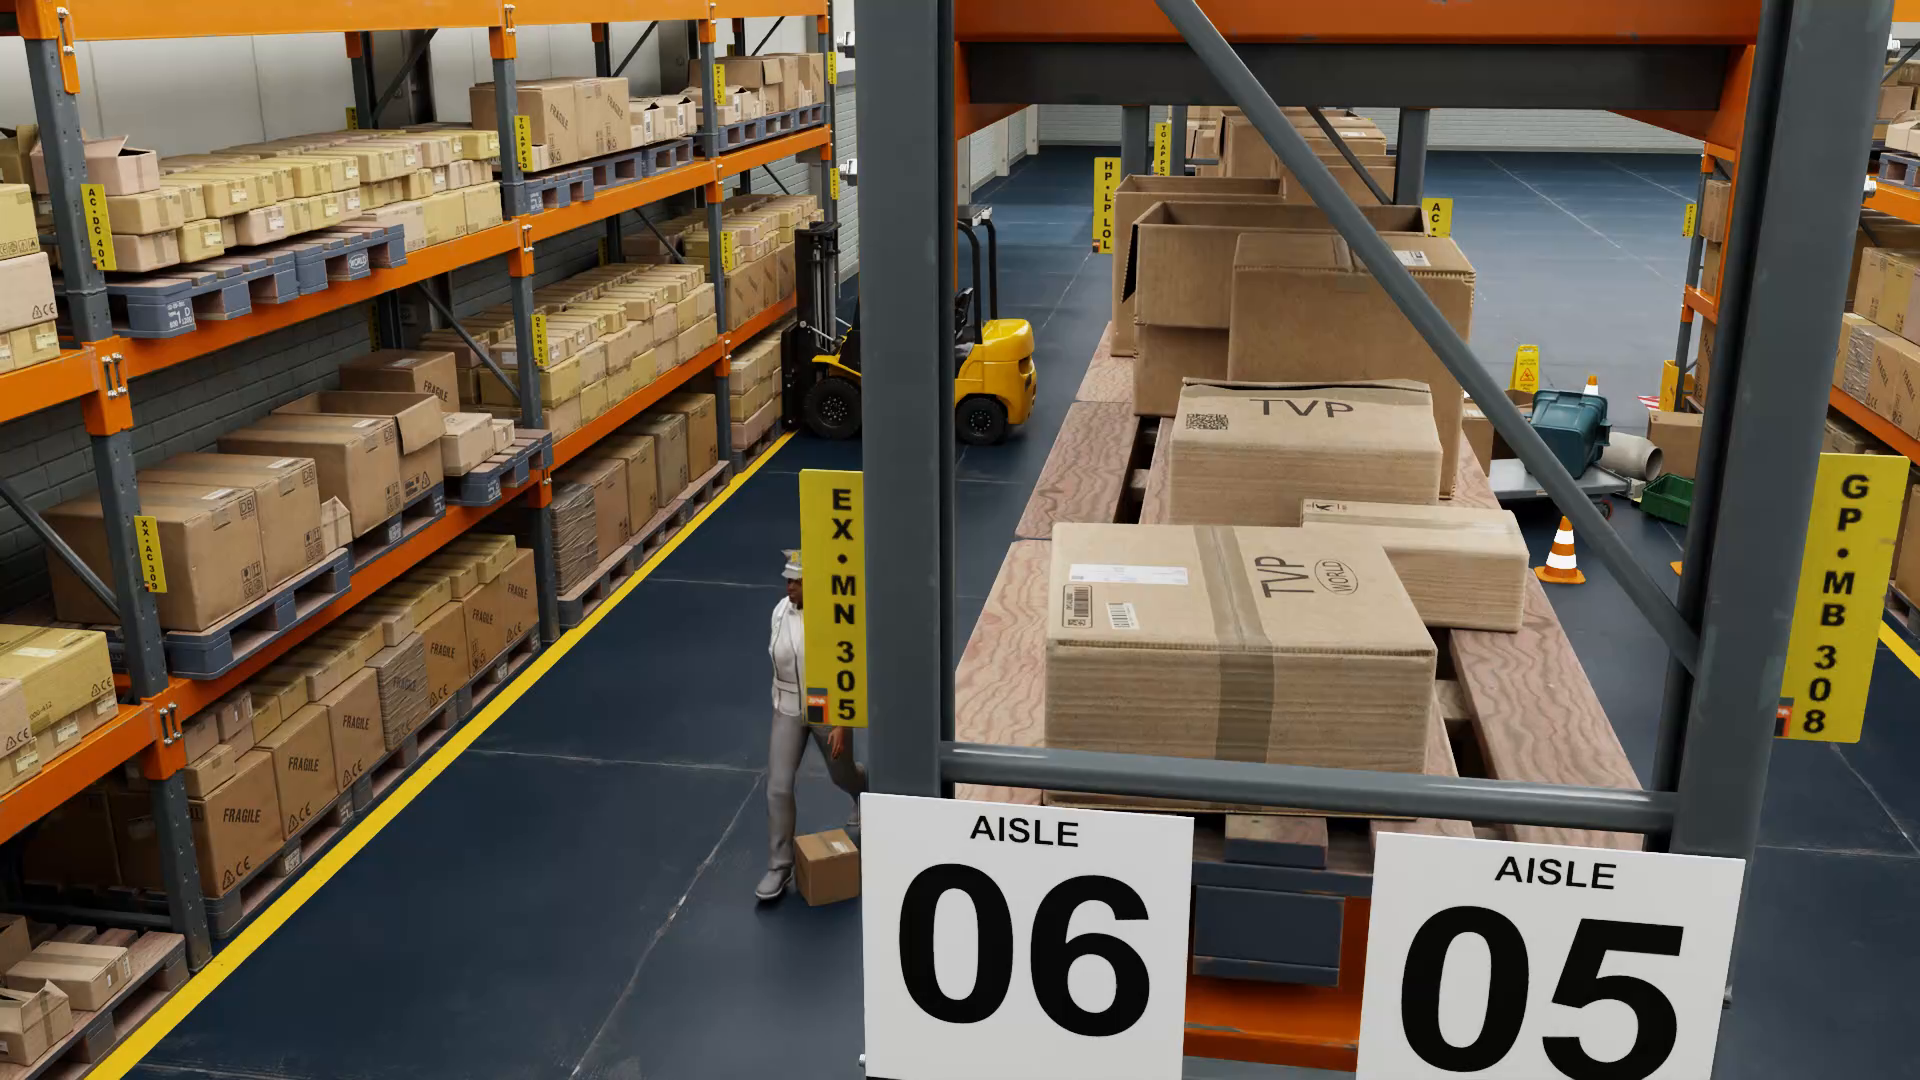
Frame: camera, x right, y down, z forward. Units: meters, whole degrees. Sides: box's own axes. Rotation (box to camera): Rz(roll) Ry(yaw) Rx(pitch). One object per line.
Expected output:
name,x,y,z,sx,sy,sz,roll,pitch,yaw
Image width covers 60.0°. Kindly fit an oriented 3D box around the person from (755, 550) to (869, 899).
person,-0.695,0.802,8.012,0.466,1.637,0.984,6,19,17
